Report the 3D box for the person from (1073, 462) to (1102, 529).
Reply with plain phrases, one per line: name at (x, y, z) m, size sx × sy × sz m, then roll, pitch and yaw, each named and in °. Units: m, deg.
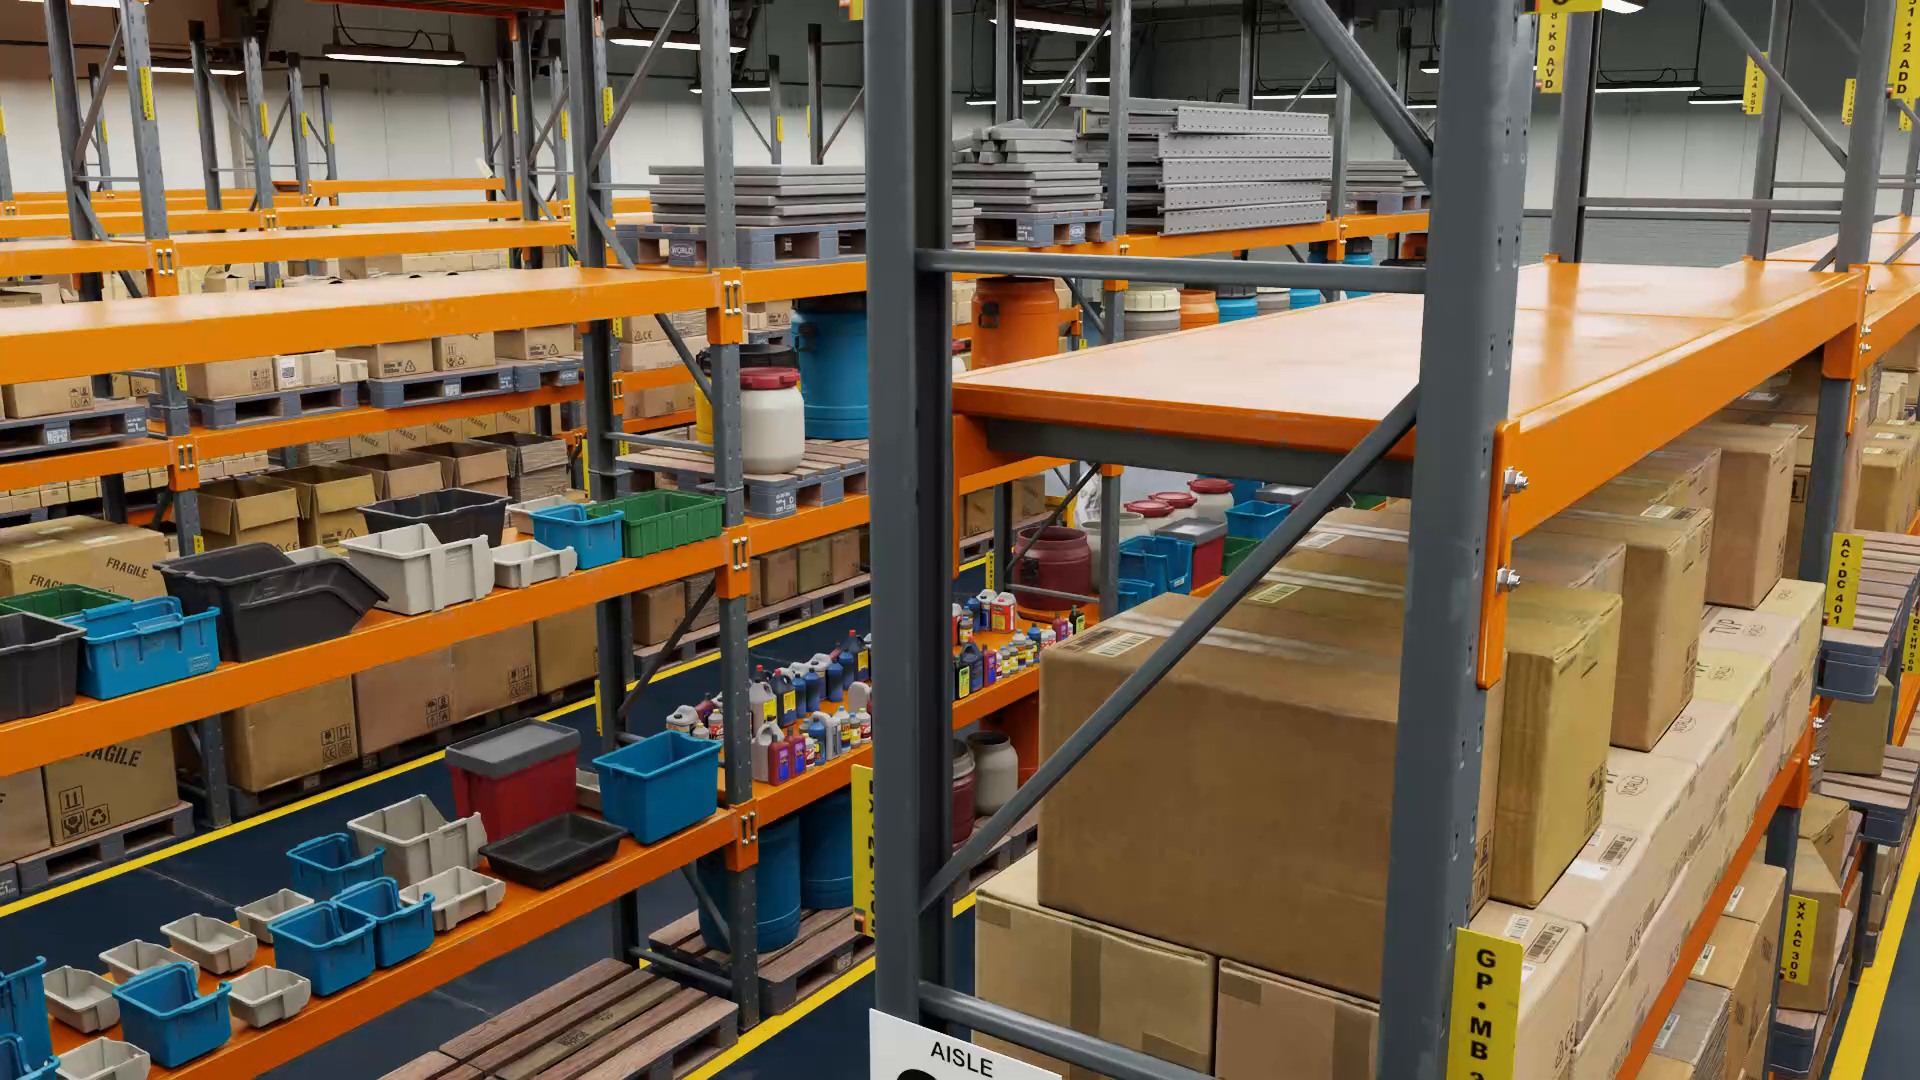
person at (1.423, -0.138, 17.572) m, size 0.413 × 1.662 × 0.523 m, roll 8°, pitch 15°, yaw 31°
